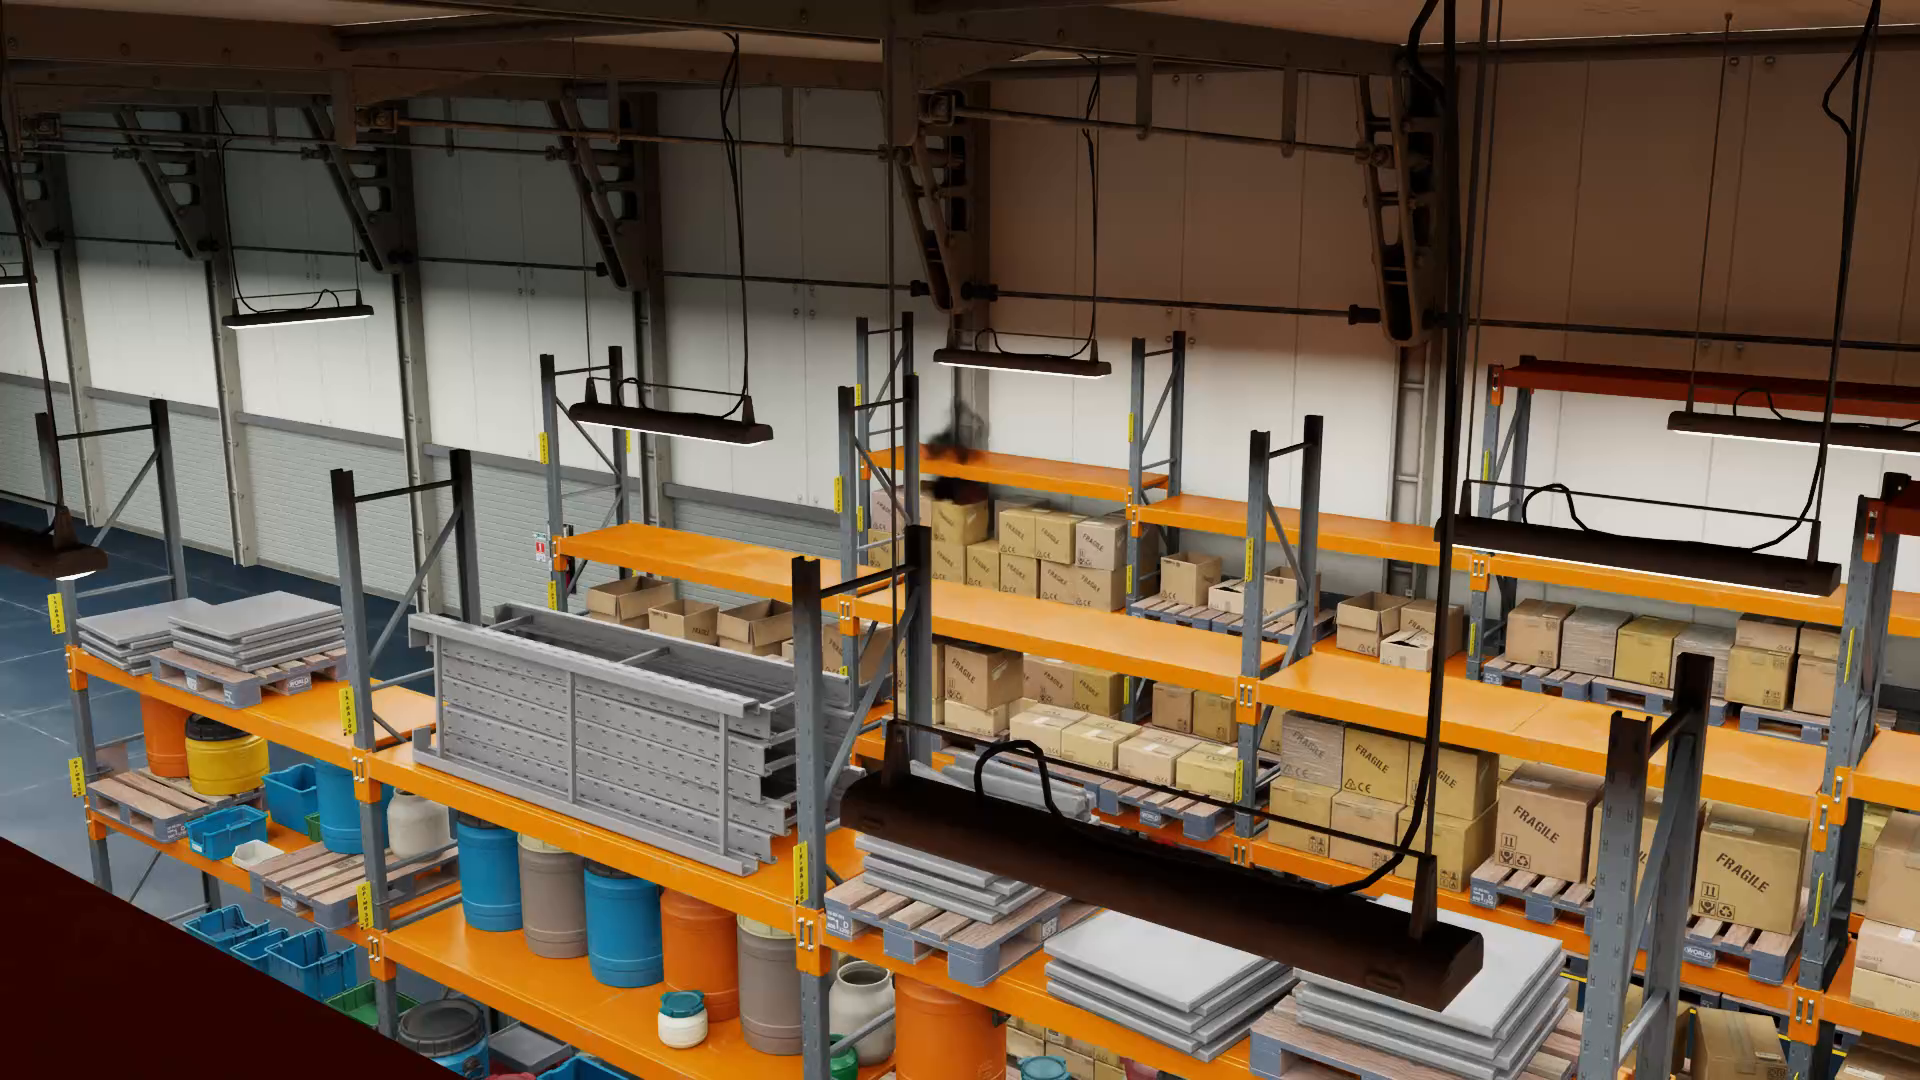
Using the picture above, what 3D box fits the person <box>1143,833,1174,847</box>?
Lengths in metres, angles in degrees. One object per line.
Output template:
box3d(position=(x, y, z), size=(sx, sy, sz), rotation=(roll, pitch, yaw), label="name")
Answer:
box3d(position=(1.870, 3.511, 16.411), size=(0.622, 1.674, 0.659), rotation=(8, 15, 32), label="person")

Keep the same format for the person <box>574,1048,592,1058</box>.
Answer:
box3d(position=(-3.638, 3.884, 14.769), size=(0.802, 1.721, 0.566), rotation=(6, 14, 25), label="person")
